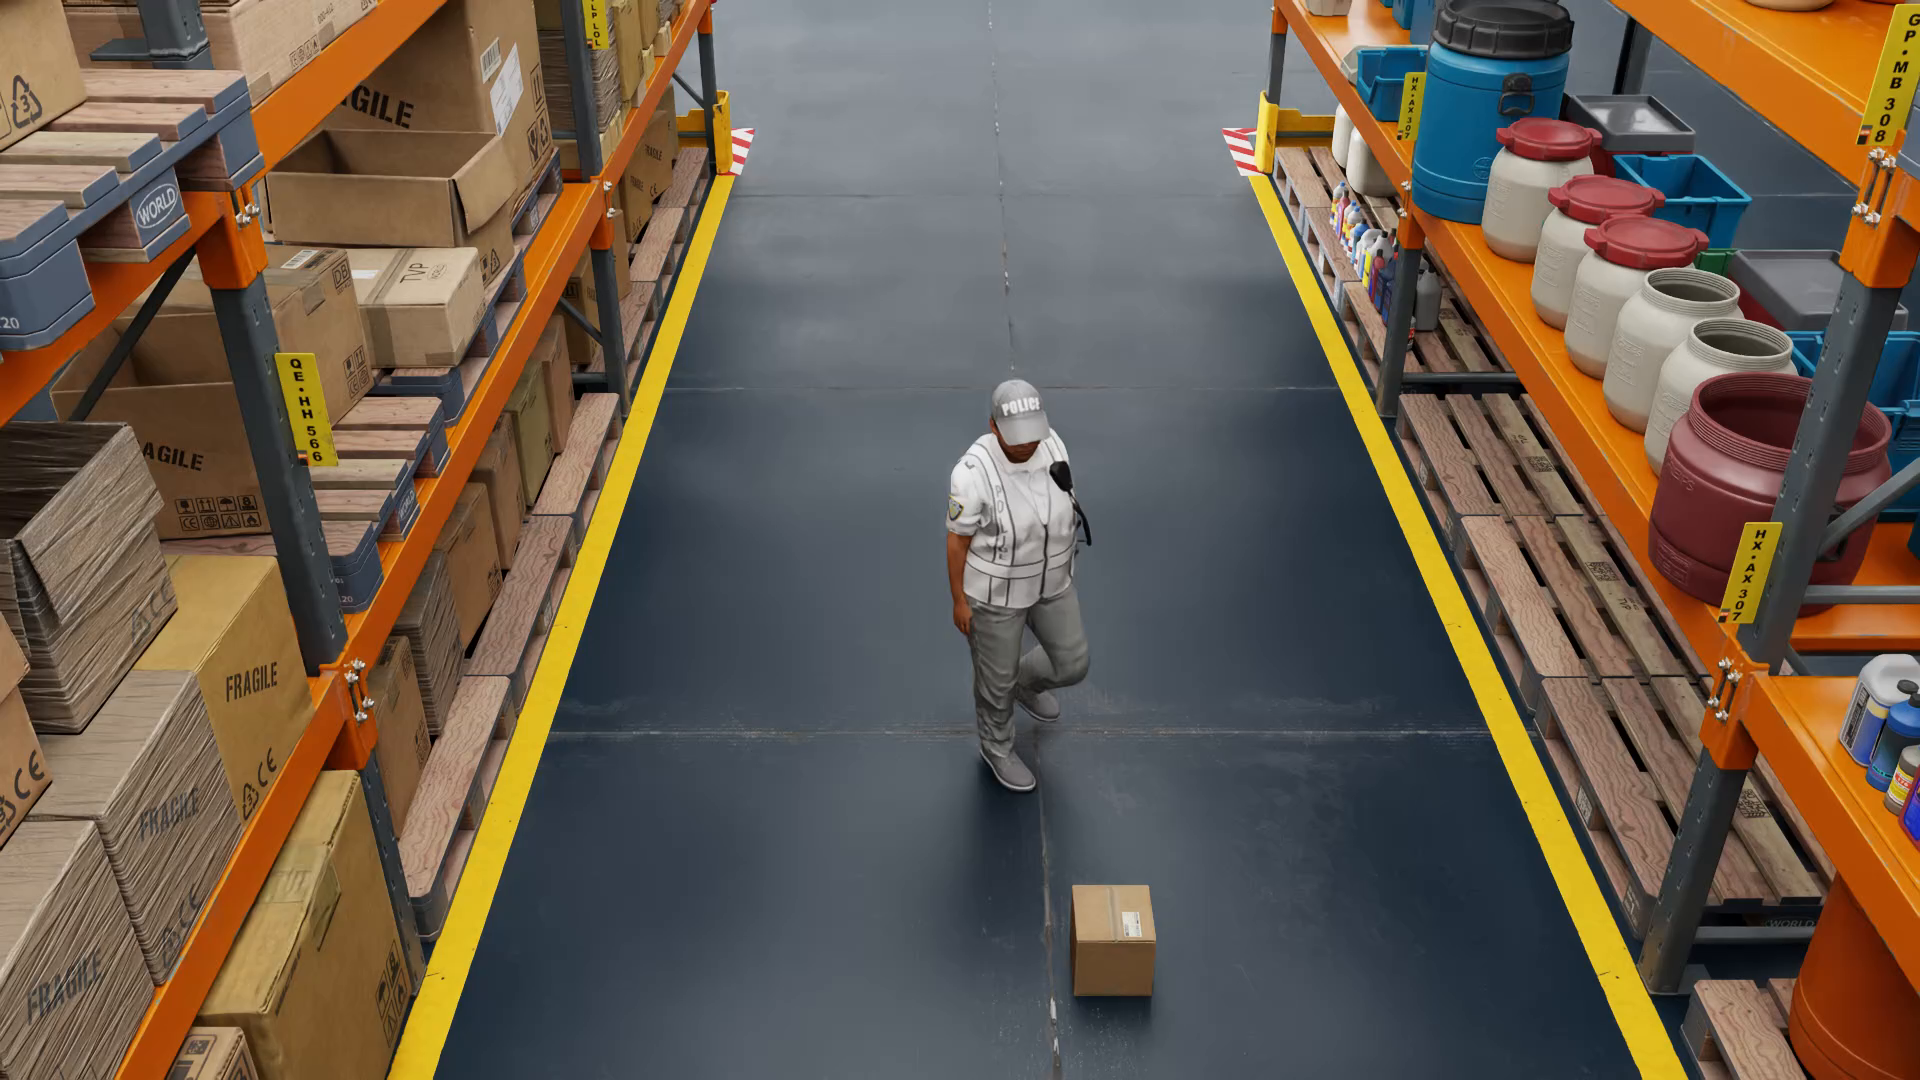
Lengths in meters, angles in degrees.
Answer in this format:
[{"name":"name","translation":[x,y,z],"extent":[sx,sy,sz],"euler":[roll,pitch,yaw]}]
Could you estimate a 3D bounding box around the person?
[{"name":"person","translation":[0.197,0.139,5.902],"extent":[0.559,1.660,0.521],"euler":[-19,36,-27]}]
